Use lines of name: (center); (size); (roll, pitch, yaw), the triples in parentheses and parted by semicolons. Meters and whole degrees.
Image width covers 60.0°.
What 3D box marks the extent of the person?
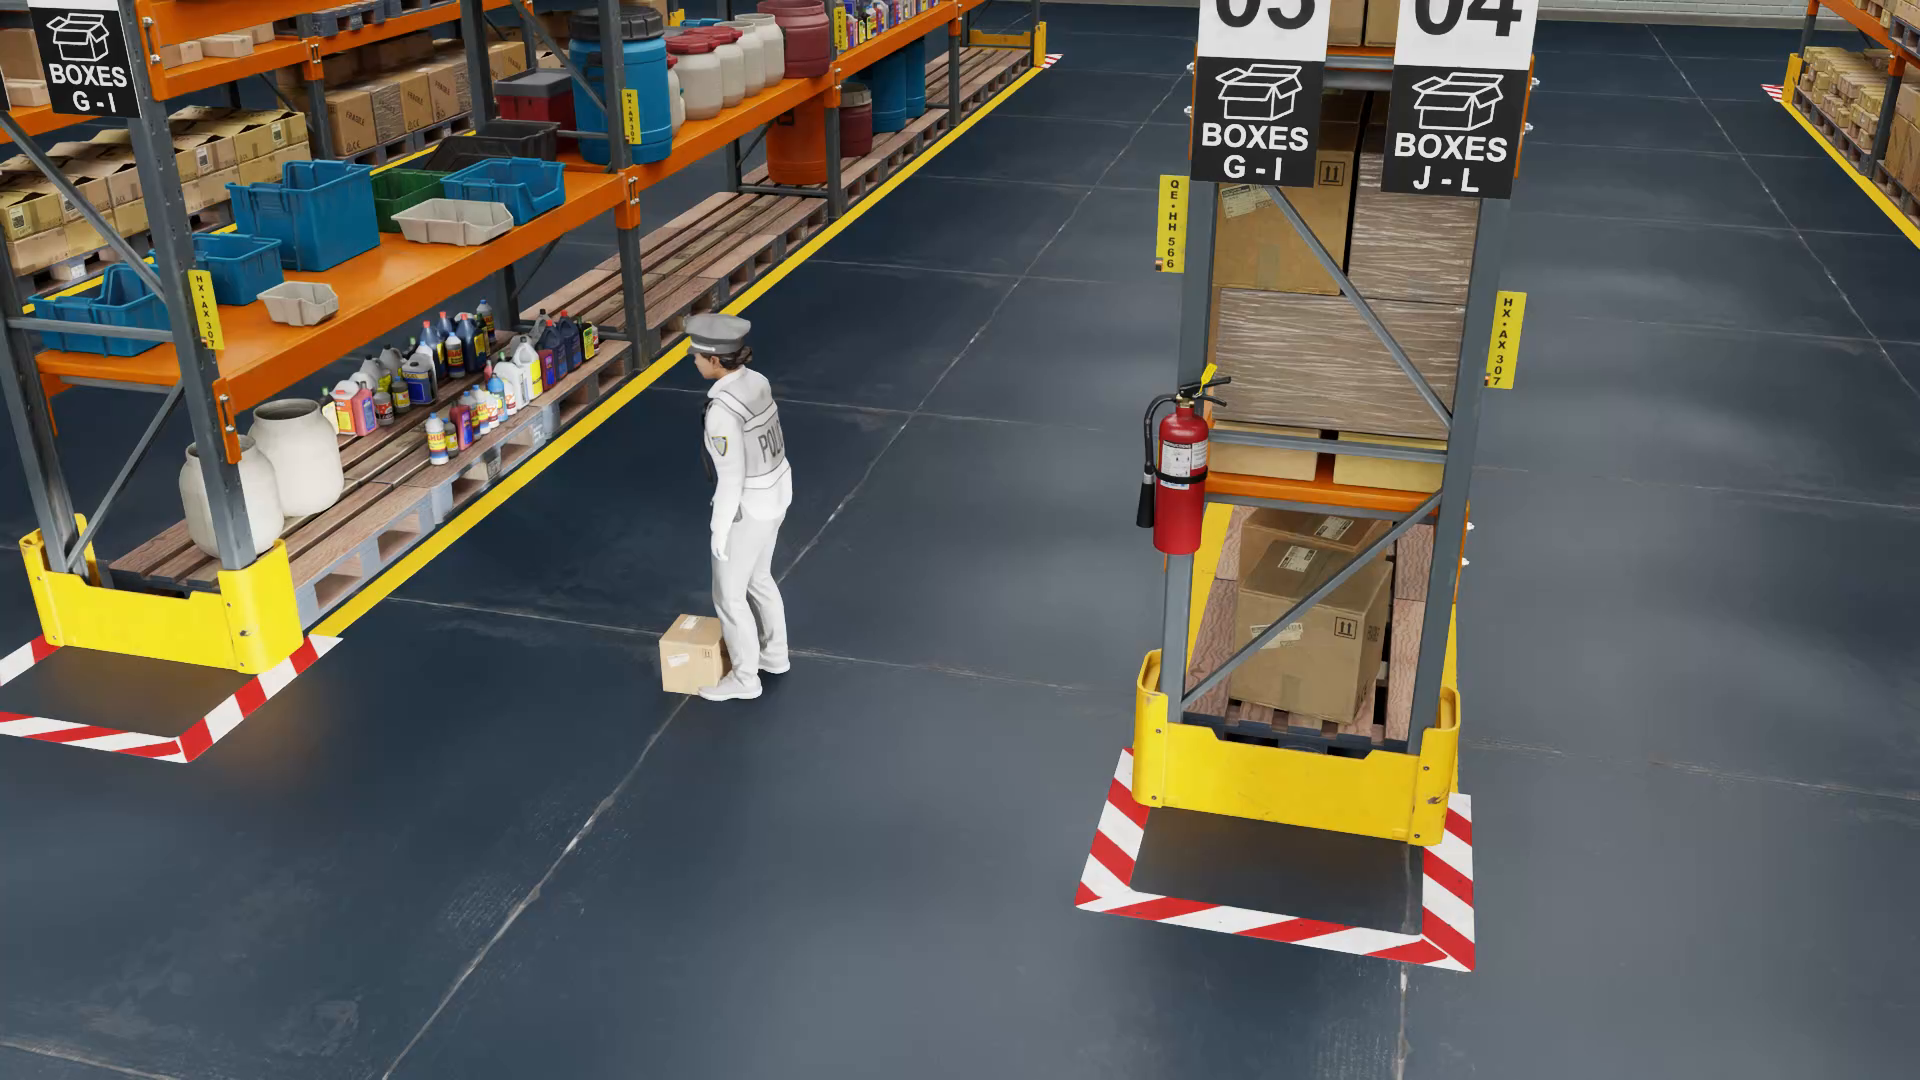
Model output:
person: (-0.909, -0.120, 6.858); (0.410, 1.662, 0.526); (6, 26, 13)
